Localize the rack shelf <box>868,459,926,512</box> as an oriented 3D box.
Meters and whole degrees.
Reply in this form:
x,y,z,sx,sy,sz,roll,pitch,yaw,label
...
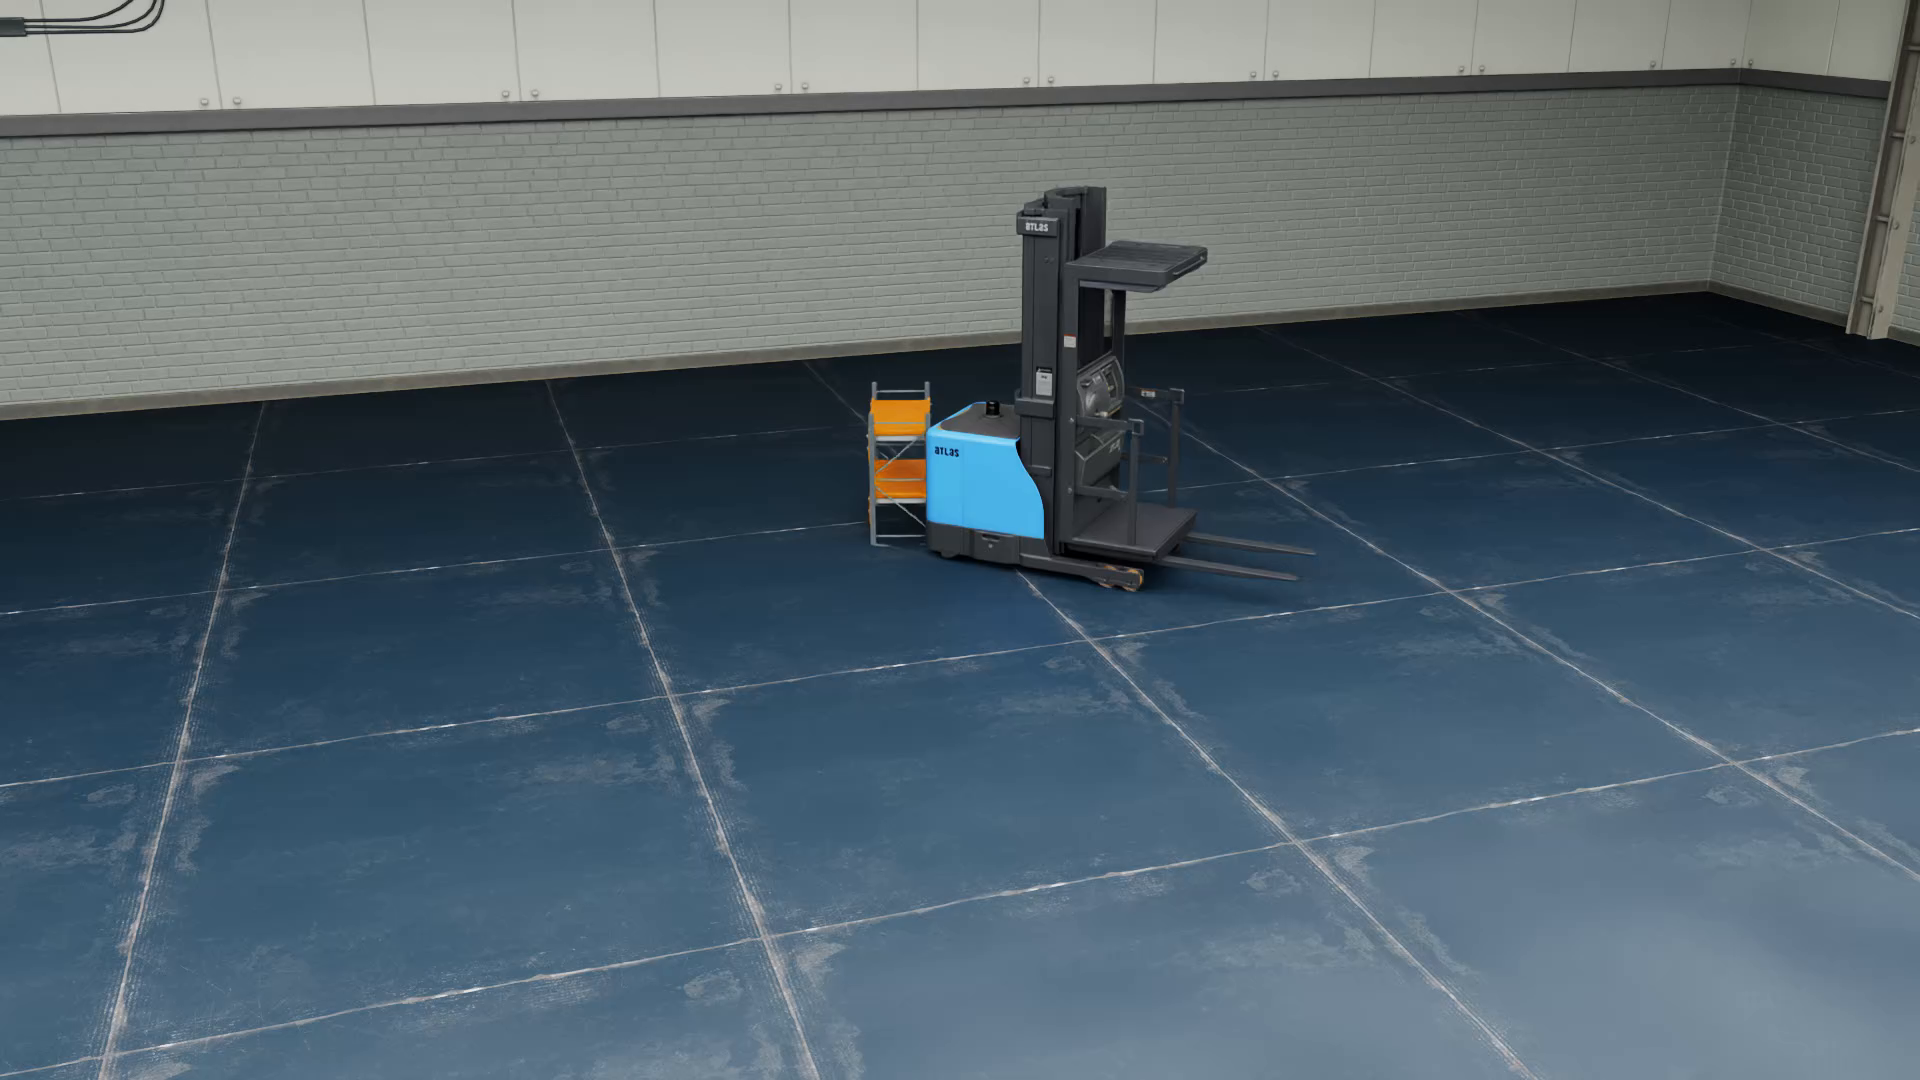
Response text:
x,y,z,sx,sy,sz,roll,pitch,yaw,label
-0.501,-0.433,14.181,0.538,0.278,1.000,0,20,-1,rack shelf

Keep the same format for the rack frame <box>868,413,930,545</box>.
x,y,z,sx,sy,sz,roll,pitch,yaw,label
-0.489,-0.491,13.620,0.500,1.125,0.032,0,20,-1,rack frame

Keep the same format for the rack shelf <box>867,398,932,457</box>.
x,y,z,sx,sy,sz,roll,pitch,yaw,label
-0.501,-0.938,13.999,0.538,0.278,1.000,0,20,-1,rack shelf

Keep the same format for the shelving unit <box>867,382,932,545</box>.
x,y,z,sx,sy,sz,roll,pitch,yaw,label
-0.501,-0.663,14.098,0.538,1.125,1.048,0,20,-1,shelving unit

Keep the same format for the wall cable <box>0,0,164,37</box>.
x,y,z,sx,sy,sz,roll,pitch,yaw,label
-9.009,-7.187,15.582,2.305,6.003,0.169,-6,21,-17,wall cable

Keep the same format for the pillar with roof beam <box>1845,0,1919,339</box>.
x,y,z,sx,sy,sz,roll,pitch,yaw,label
7.461,-6.386,18.384,9.100,9.000,0.400,-6,21,-17,pillar with roof beam

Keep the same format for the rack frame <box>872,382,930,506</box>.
x,y,z,sx,sy,sz,roll,pitch,yaw,label
-0.514,-0.835,14.577,0.500,1.125,0.032,0,20,-1,rack frame

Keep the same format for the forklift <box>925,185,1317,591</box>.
x,y,z,sx,sy,sz,roll,pitch,yaw,label
1.278,-1.188,12.889,3.031,2.935,1.130,9,22,23,forklift
